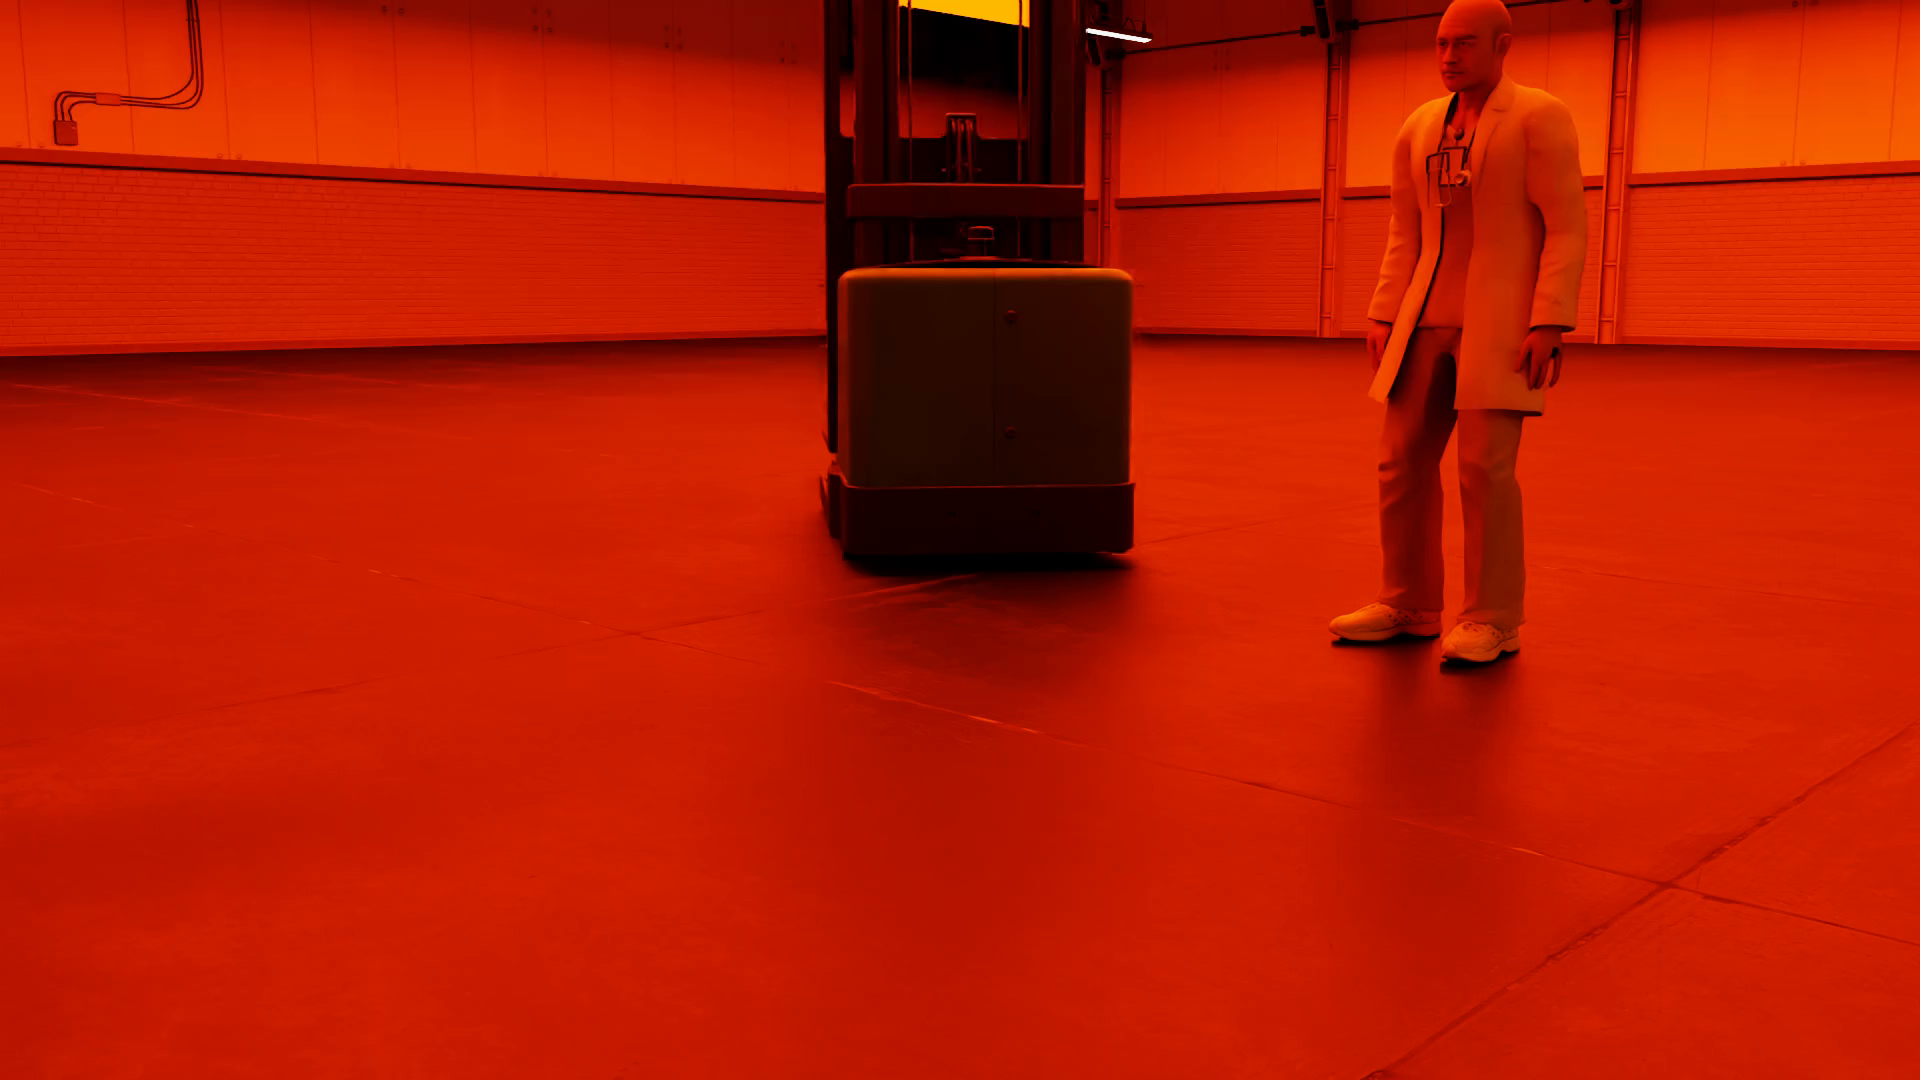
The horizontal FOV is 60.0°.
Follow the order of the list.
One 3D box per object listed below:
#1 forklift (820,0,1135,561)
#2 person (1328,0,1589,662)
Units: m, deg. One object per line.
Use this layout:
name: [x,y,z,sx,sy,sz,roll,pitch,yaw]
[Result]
forklift: [-0.049,-1.554,7.195,1.130,2.935,3.031,-1,9,-6]
person: [1.386,-0.572,4.562,0.428,1.772,0.644,-6,11,-37]
